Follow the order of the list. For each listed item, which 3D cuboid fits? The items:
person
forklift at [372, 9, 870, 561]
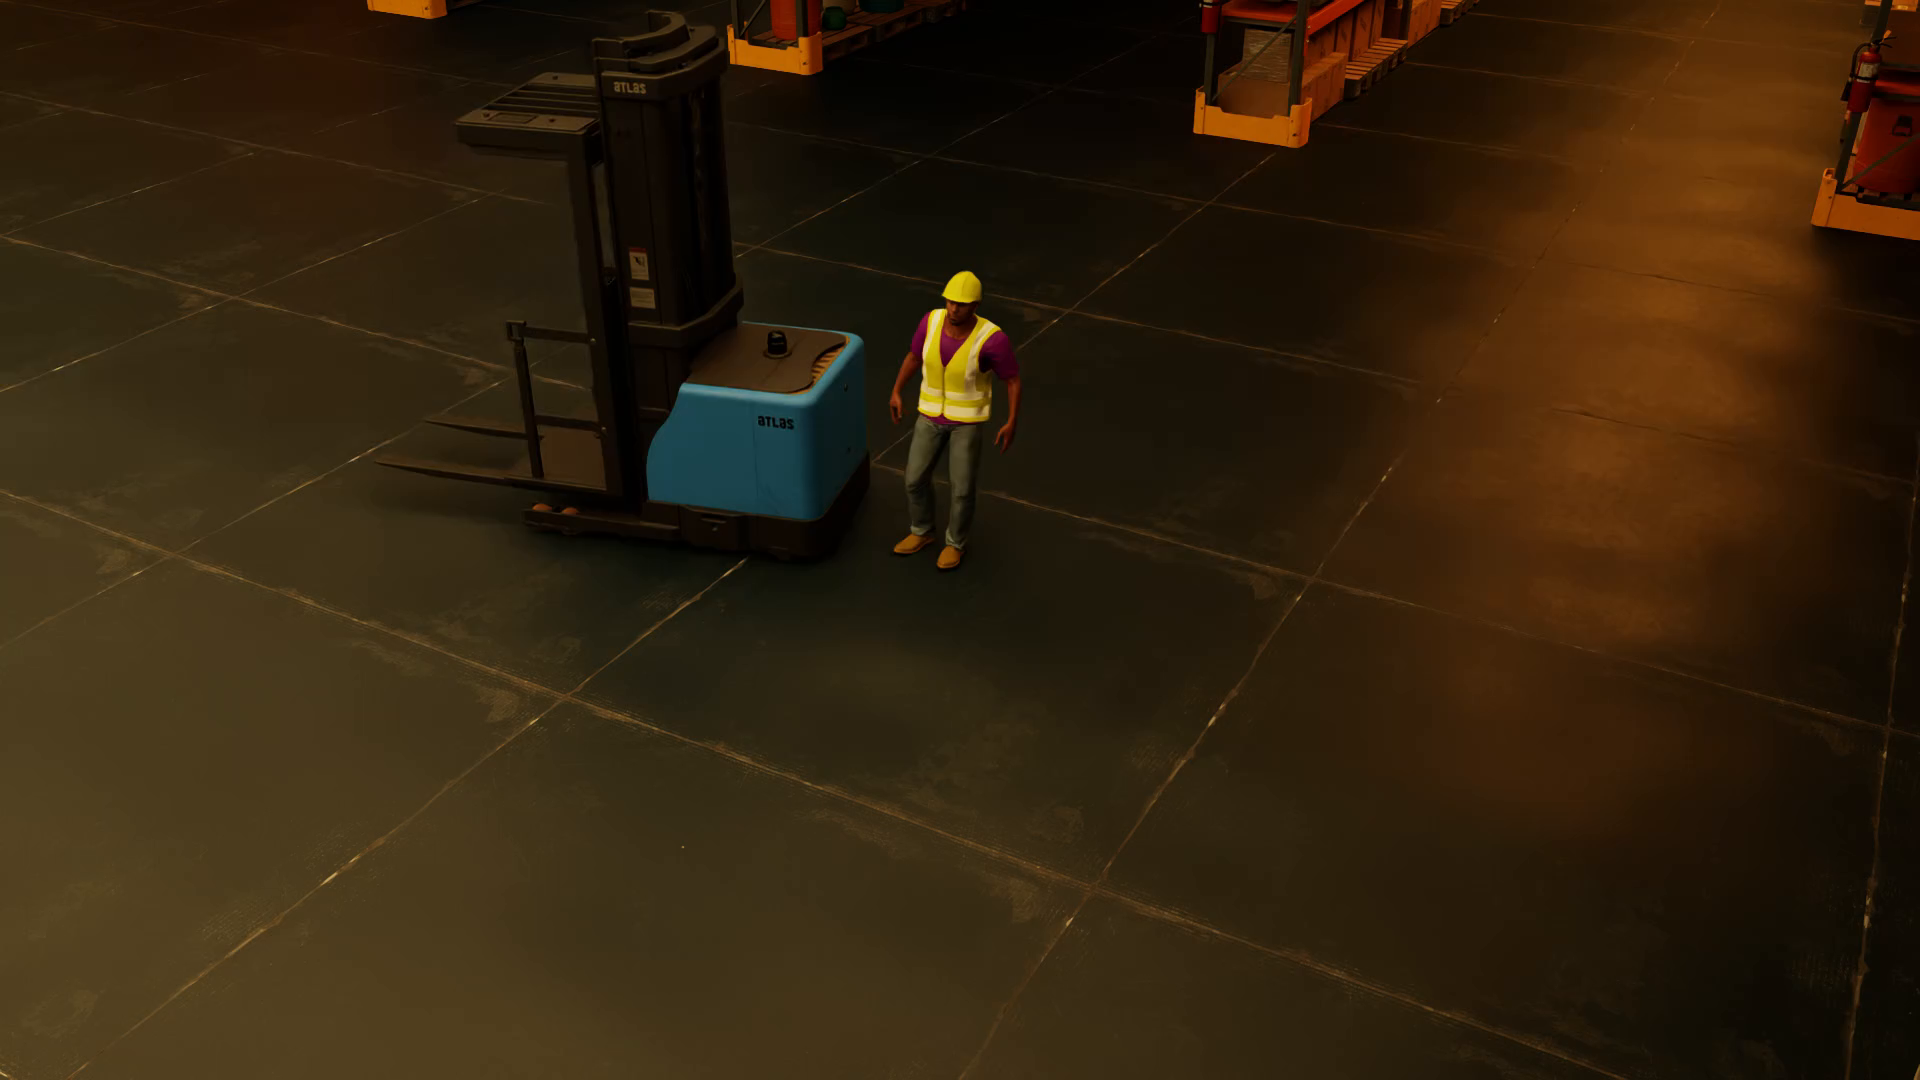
[{"bbox_3d":[-0.067,-0.682,9.467,0.770,1.743,0.520,13,32,21],"label":"person"},{"bbox_3d":[-2.140,-1.542,9.742,3.031,2.935,1.130,8,31,13],"label":"forklift"}]
